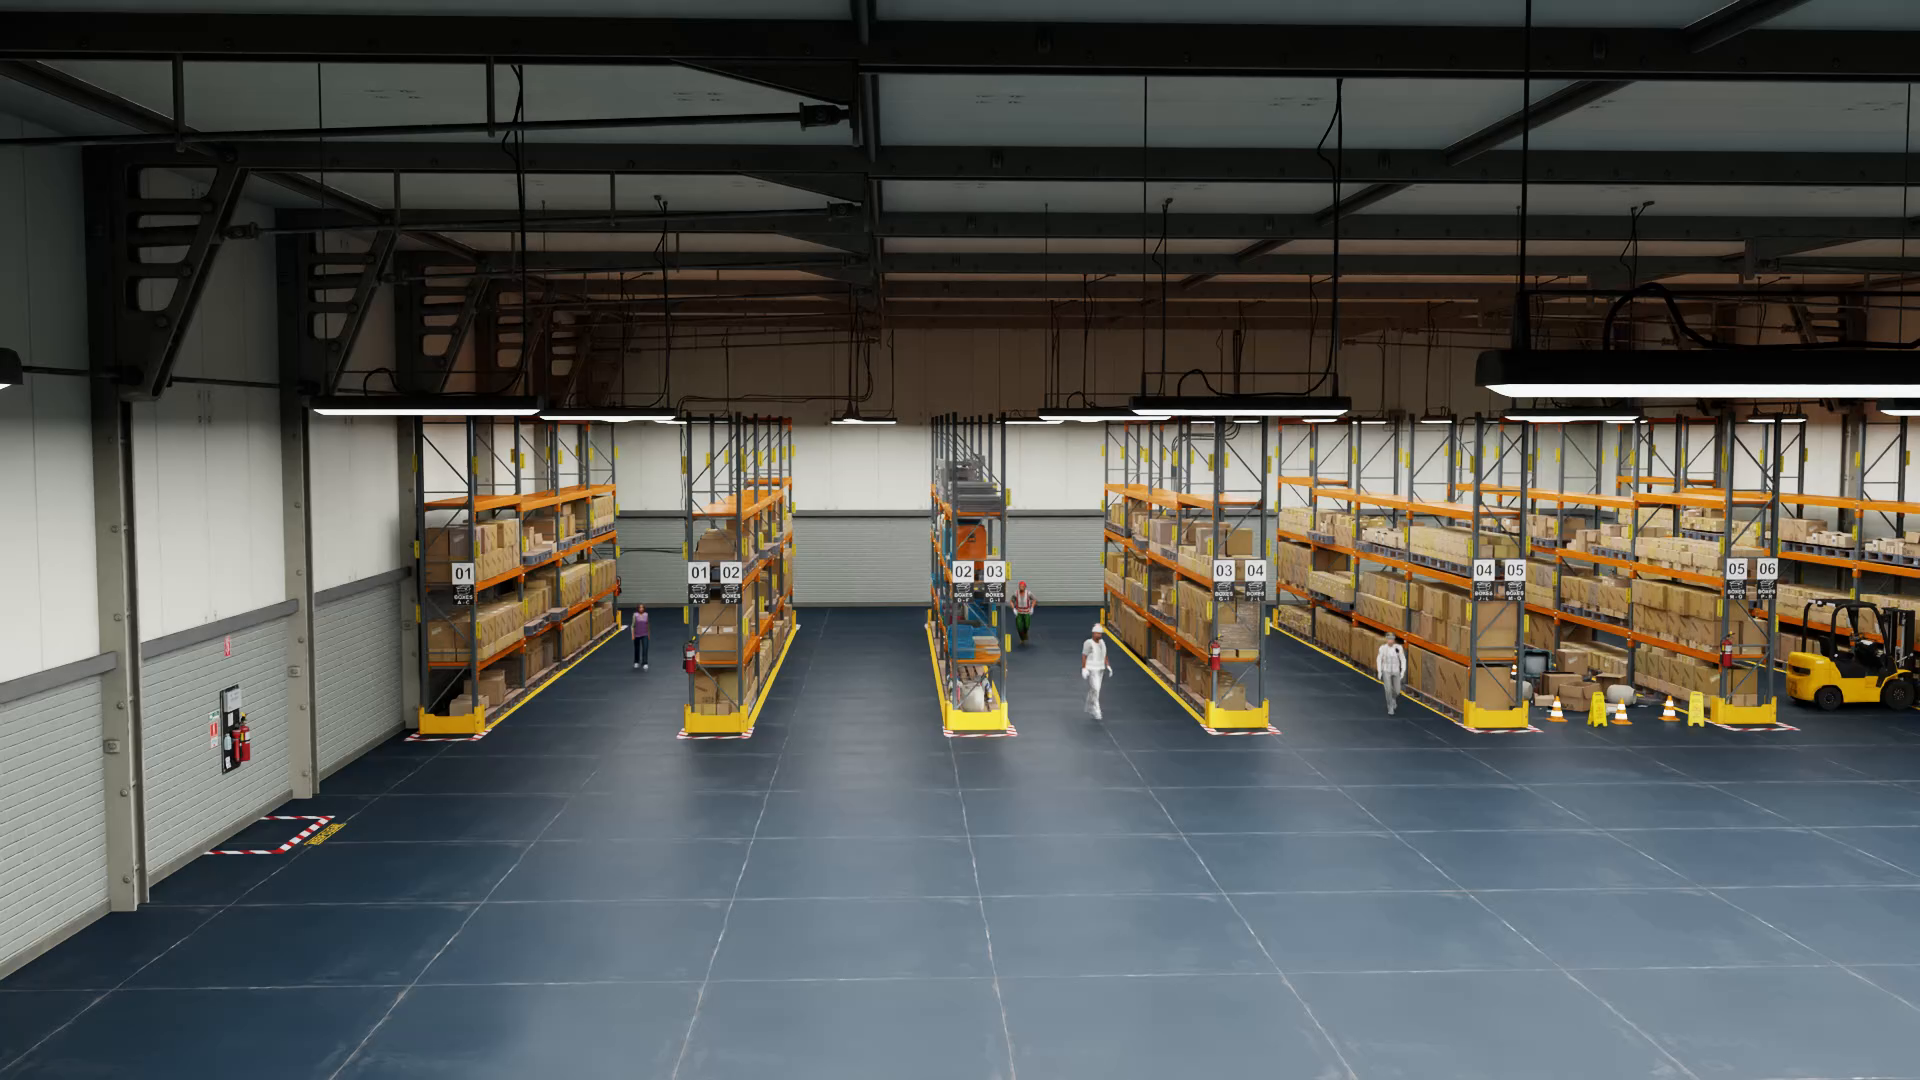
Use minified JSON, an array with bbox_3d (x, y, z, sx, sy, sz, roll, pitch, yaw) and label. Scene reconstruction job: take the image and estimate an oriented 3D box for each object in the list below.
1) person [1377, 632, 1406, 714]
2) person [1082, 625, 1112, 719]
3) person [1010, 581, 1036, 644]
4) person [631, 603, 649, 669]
[{"bbox_3d":[8.636,2.641,33.296,0.550,1.651,0.566,1,4,10],"label":"person"},{"bbox_3d":[2.710,2.612,32.962,0.631,1.842,0.574,3,5,41],"label":"person"},{"bbox_3d":[1.660,1.909,43.734,0.692,1.689,0.611,0,4,4],"label":"person"},{"bbox_3d":[-7.522,2.260,39.173,0.463,1.566,0.847,-2,4,-21],"label":"person"}]
